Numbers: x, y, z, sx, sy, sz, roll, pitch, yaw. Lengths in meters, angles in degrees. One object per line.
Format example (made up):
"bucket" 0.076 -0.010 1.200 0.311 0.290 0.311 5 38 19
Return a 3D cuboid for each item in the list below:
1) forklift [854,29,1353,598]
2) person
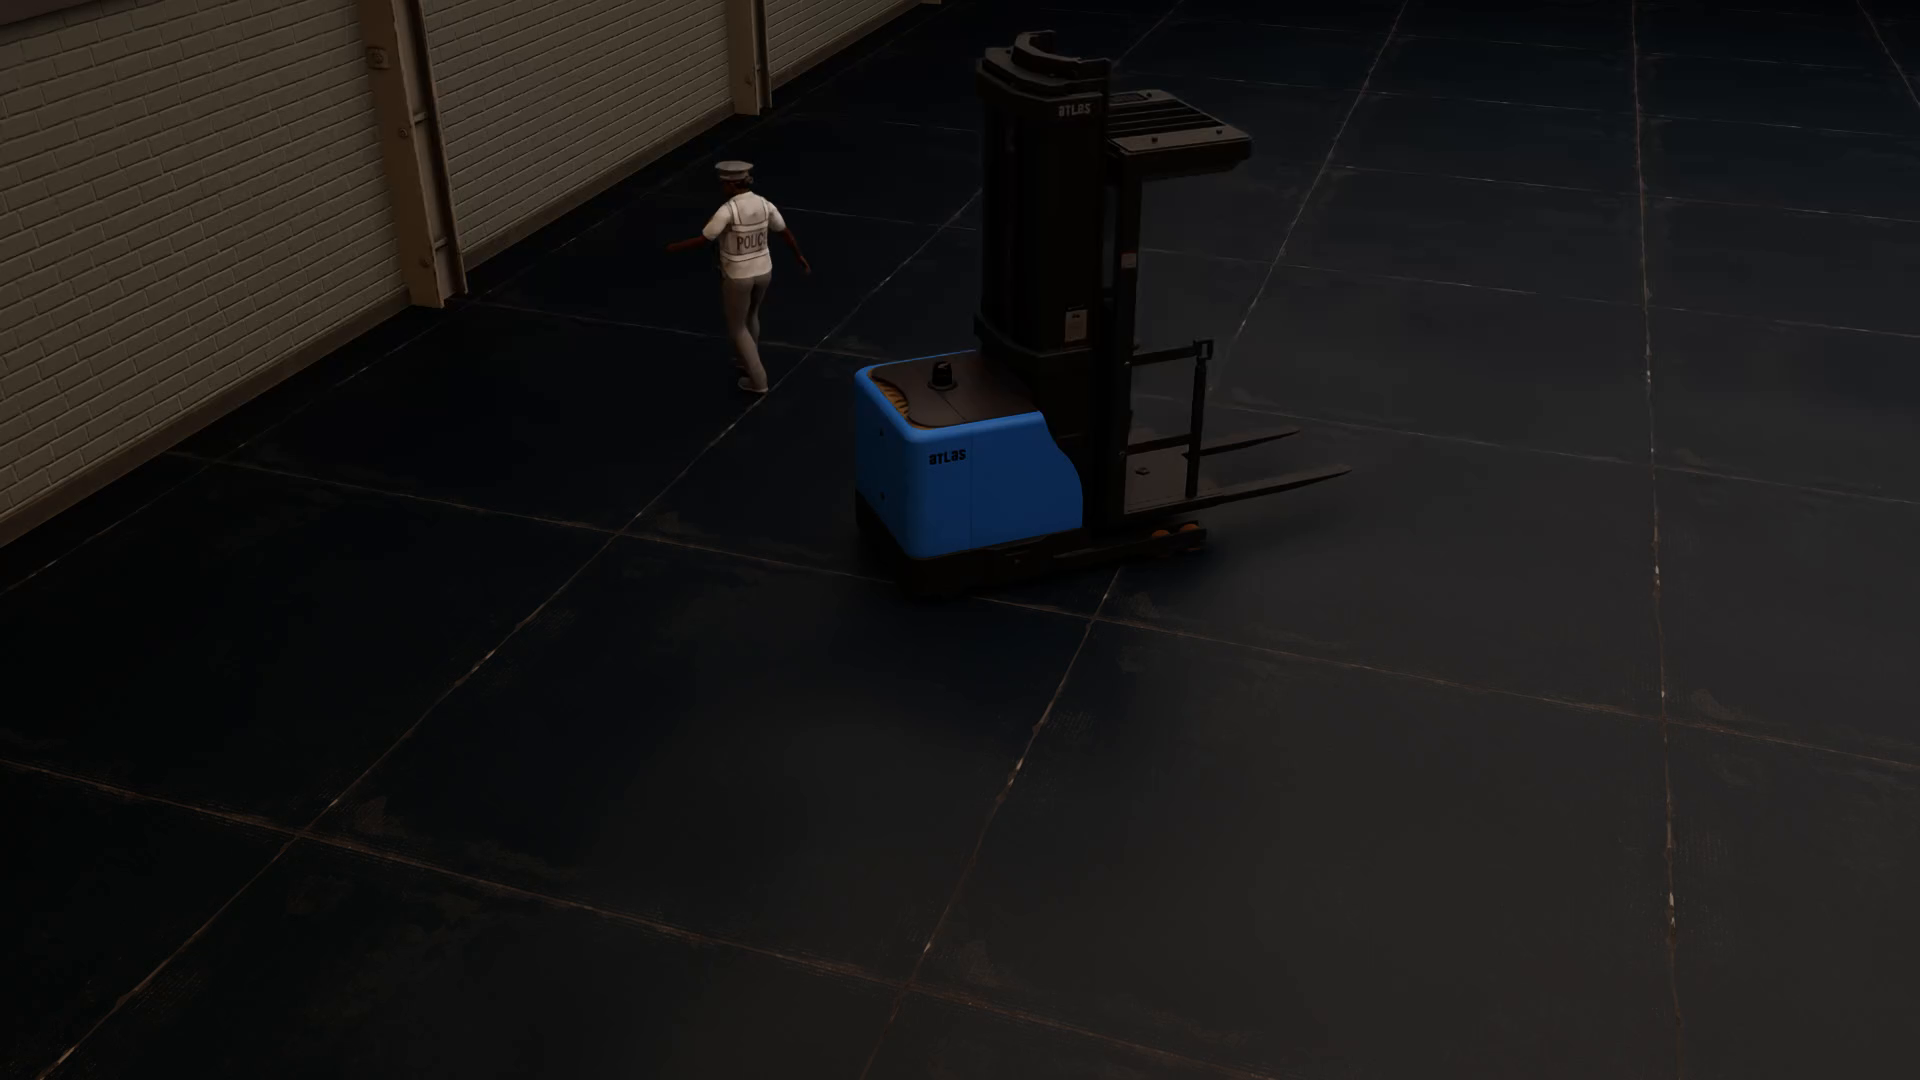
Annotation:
"forklift" 0.935 -1.397 9.587 3.031 2.935 1.130 -11 32 -19
"person" -1.543 -1.893 11.802 0.912 1.658 0.683 -24 38 -36
